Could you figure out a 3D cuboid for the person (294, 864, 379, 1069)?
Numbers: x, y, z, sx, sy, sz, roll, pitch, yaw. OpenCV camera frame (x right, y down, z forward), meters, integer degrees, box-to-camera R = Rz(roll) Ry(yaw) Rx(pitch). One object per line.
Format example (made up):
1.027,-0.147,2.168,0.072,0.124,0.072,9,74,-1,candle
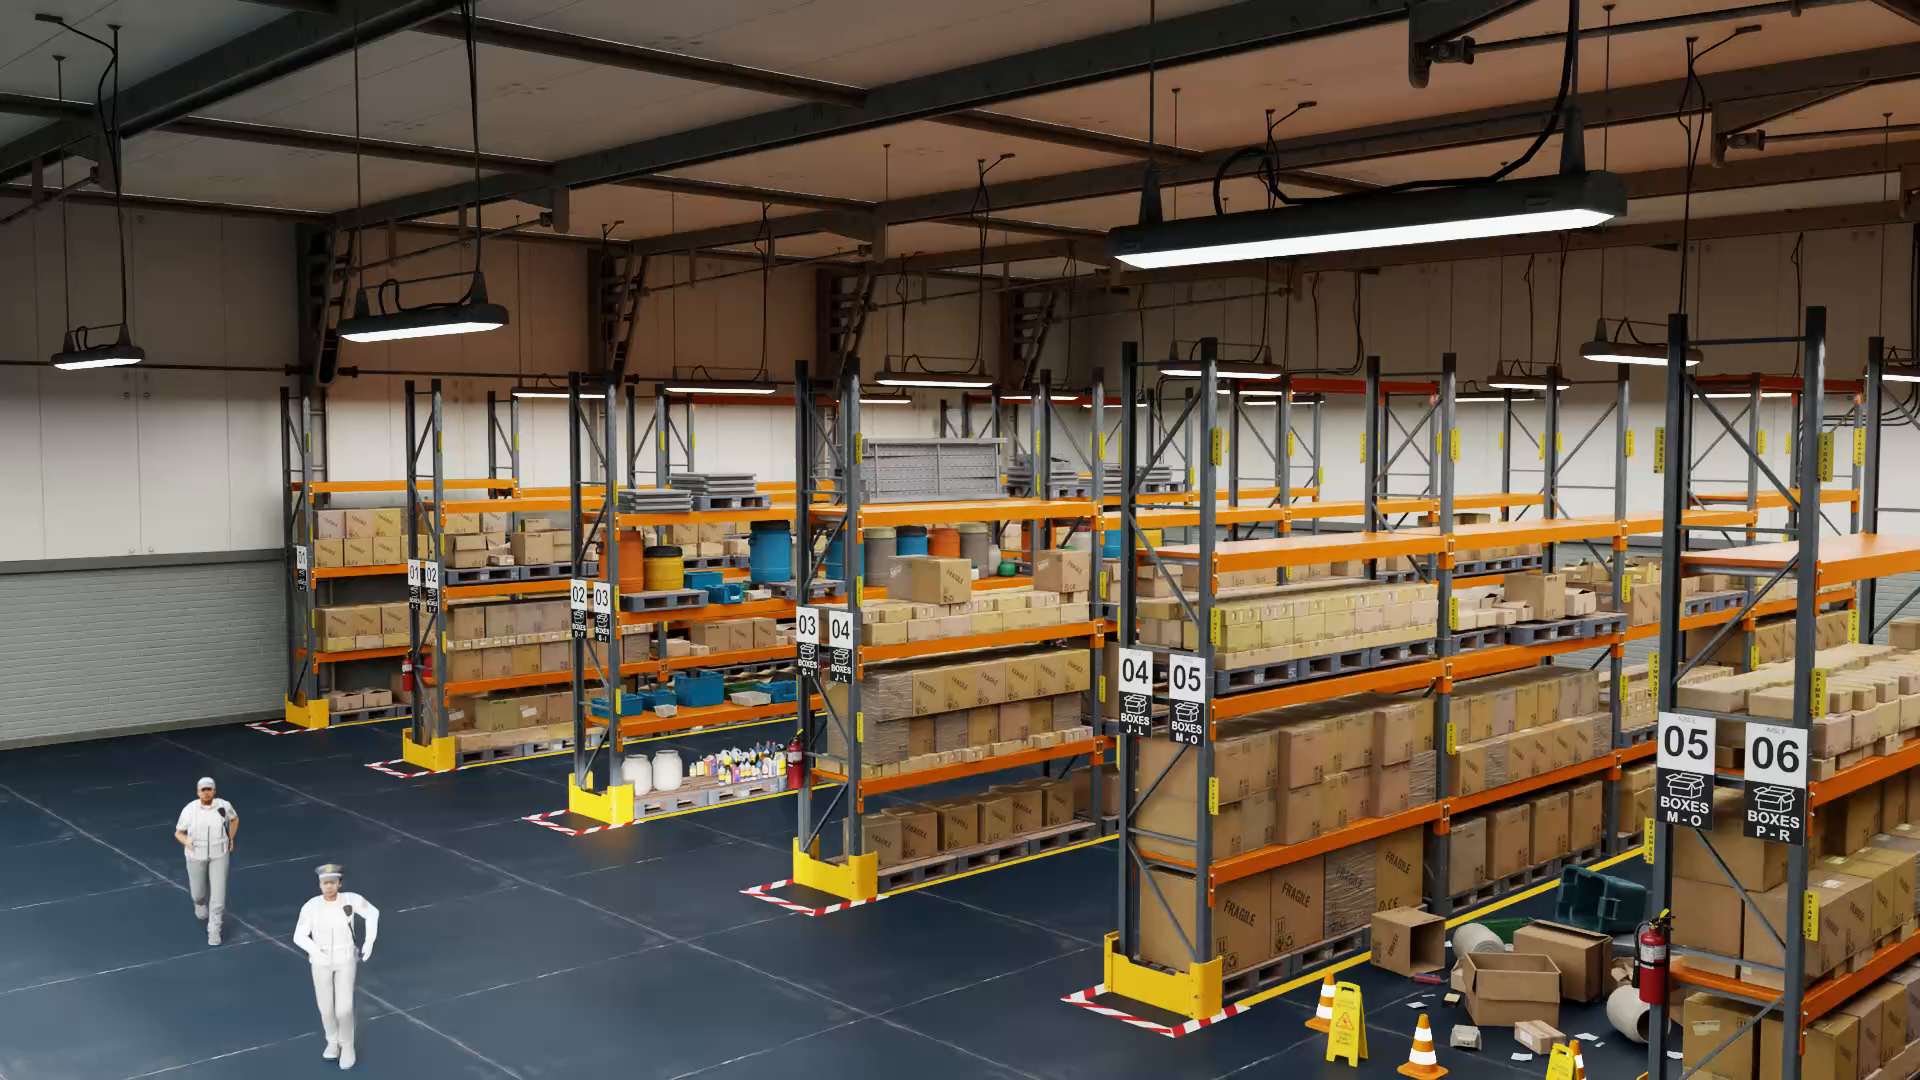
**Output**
-5.077,3.466,13.537,0.628,1.714,0.674,-1,4,-14,person

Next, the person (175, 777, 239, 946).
-7.716,3.254,17.074,0.607,1.658,0.849,-2,4,-27,person

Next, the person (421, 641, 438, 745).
-8.716,2.541,27.612,0.664,1.721,0.954,3,5,40,person
